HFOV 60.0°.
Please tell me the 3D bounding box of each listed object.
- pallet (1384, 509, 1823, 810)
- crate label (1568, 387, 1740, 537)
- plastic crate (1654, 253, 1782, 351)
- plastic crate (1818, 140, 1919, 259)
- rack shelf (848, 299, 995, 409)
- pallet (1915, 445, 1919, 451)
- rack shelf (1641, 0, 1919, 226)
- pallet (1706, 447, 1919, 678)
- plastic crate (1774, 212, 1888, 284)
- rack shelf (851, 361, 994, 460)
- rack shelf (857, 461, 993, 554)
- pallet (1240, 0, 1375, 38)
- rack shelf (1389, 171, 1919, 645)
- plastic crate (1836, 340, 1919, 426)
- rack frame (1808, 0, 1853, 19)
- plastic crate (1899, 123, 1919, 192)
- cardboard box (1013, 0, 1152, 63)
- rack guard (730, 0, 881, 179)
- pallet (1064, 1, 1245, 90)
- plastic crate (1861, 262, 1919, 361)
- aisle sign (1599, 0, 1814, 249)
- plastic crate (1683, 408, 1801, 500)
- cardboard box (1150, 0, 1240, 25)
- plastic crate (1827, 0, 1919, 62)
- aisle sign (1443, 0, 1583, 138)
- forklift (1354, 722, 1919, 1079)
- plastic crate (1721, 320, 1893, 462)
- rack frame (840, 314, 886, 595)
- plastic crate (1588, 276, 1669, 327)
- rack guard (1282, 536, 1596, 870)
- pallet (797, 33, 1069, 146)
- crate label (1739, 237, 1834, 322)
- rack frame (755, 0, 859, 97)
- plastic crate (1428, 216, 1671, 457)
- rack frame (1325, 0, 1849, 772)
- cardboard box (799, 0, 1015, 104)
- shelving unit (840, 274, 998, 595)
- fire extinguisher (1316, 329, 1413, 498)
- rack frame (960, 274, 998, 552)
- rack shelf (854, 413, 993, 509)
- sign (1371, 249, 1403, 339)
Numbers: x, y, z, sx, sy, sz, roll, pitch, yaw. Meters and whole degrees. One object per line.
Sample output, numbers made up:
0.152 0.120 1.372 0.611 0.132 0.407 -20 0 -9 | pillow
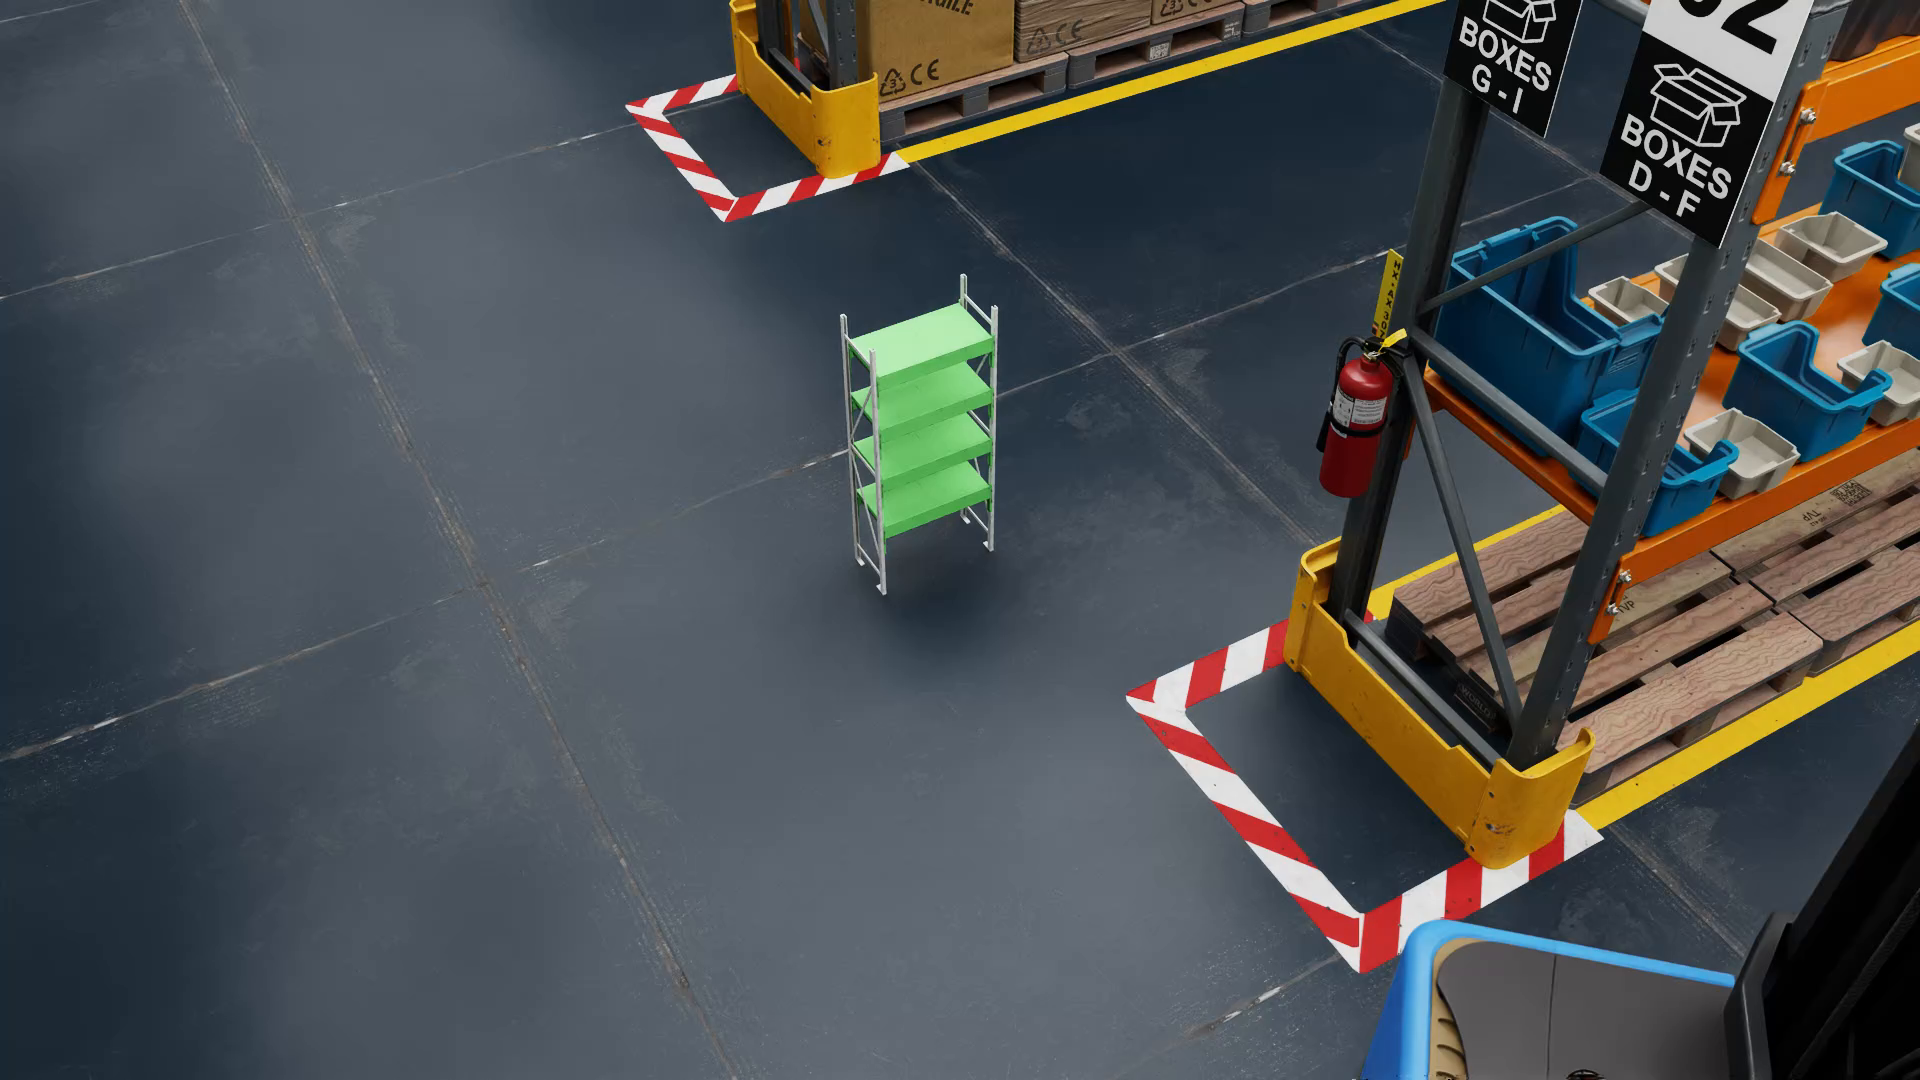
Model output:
2.386 0.361 6.226 1.213 0.211 1.003 -22 48 -21 | pallet
2.030 -0.225 4.905 0.303 0.233 0.416 -22 48 -21 | crate label
2.527 -0.788 5.554 0.243 0.136 0.396 -22 48 -21 | plastic crate
3.305 -1.206 5.916 0.300 0.233 0.416 -22 48 -21 | plastic crate
-0.144 -0.672 5.983 0.480 0.148 0.258 -22 48 -21 | rack shelf
4.502 -0.485 7.099 1.213 0.211 1.003 -22 48 -21 | pallet
3.386 -1.889 4.905 4.000 0.370 1.077 -22 48 -21 | rack shelf
3.443 -0.059 6.659 1.213 0.211 1.003 -22 48 -21 | pallet
3.004 -1.013 5.786 0.250 0.136 0.298 -22 48 -21 | plastic crate
-0.144 -0.500 6.150 0.480 0.148 0.258 -22 48 -21 | rack shelf
-0.144 -0.155 6.485 0.480 0.148 0.258 -22 48 -21 | rack shelf
1.955 -3.538 10.244 1.213 0.211 1.003 -22 48 -21 | pallet
3.386 -0.812 5.950 4.000 0.370 1.077 -22 48 -21 | rack shelf
2.938 -0.487 5.244 0.298 0.136 0.250 -22 48 -21 | plastic crate
1.652 -2.530 2.895 0.127 3.000 1.000 -22 48 -21 | rack frame
3.705 -1.325 6.004 0.530 0.282 0.437 -22 48 -21 | plastic crate
0.489 -3.342 9.264 0.875 0.875 0.875 -22 48 -21 | cardboard box
-0.836 -2.462 8.928 0.348 0.500 1.175 -22 48 -21 | rack guard
0.895 -3.112 9.805 1.213 0.211 1.003 -22 48 -21 | pallet
3.172 -0.682 5.376 0.300 0.233 0.416 -22 48 -21 | plastic crate
1.738 -1.105 3.868 0.004 0.787 0.394 -22 48 -21 | aisle sign
2.349 -0.252 5.002 0.298 0.136 0.250 -22 48 -21 | plastic crate
1.260 -3.651 9.582 0.875 0.875 0.875 -22 48 -21 | cardboard box
2.125 -1.372 3.949 0.590 0.269 0.497 -22 48 -21 | plastic crate
1.444 -1.462 4.236 0.004 0.787 0.394 -22 48 -21 | aisle sign
2.495 1.237 3.371 3.031 2.935 1.130 9 45 10 | forklift
2.601 -0.453 5.141 0.300 0.233 0.416 -22 48 -21 | plastic crate
-0.355 -0.288 6.186 0.015 1.200 0.240 -22 48 -21 | rack frame
2.269 -0.696 5.460 0.243 0.136 0.396 -22 48 -21 | plastic crate
1.638 0.536 5.838 0.348 0.500 1.175 -22 48 -21 | rack guard
-0.161 -2.692 9.372 1.213 0.211 1.003 -22 48 -21 | pallet
2.757 -0.899 5.669 0.243 0.136 0.396 -22 48 -21 | crate label
-0.815 -3.368 8.066 0.127 3.000 1.000 -22 48 -21 | rack frame
1.849 -0.640 5.187 0.499 0.435 0.616 -22 48 -21 | plastic crate
1.652 -0.377 4.984 0.127 3.000 1.000 -22 48 -21 | rack frame
-0.300 -3.026 8.939 0.875 0.875 0.875 -22 48 -21 | cardboard box
-0.144 -0.373 6.273 0.503 1.200 0.258 -22 48 -21 | shelving unit
1.295 -0.437 5.370 0.183 0.674 0.296 -22 48 -21 | fire extinguisher
0.068 -0.458 6.360 0.015 1.200 0.240 -22 48 -21 | rack frame
-0.144 -0.327 6.317 0.480 0.148 0.258 -22 48 -21 | rack shelf
1.364 -0.762 5.264 0.005 0.325 0.100 -22 48 -21 | sign
